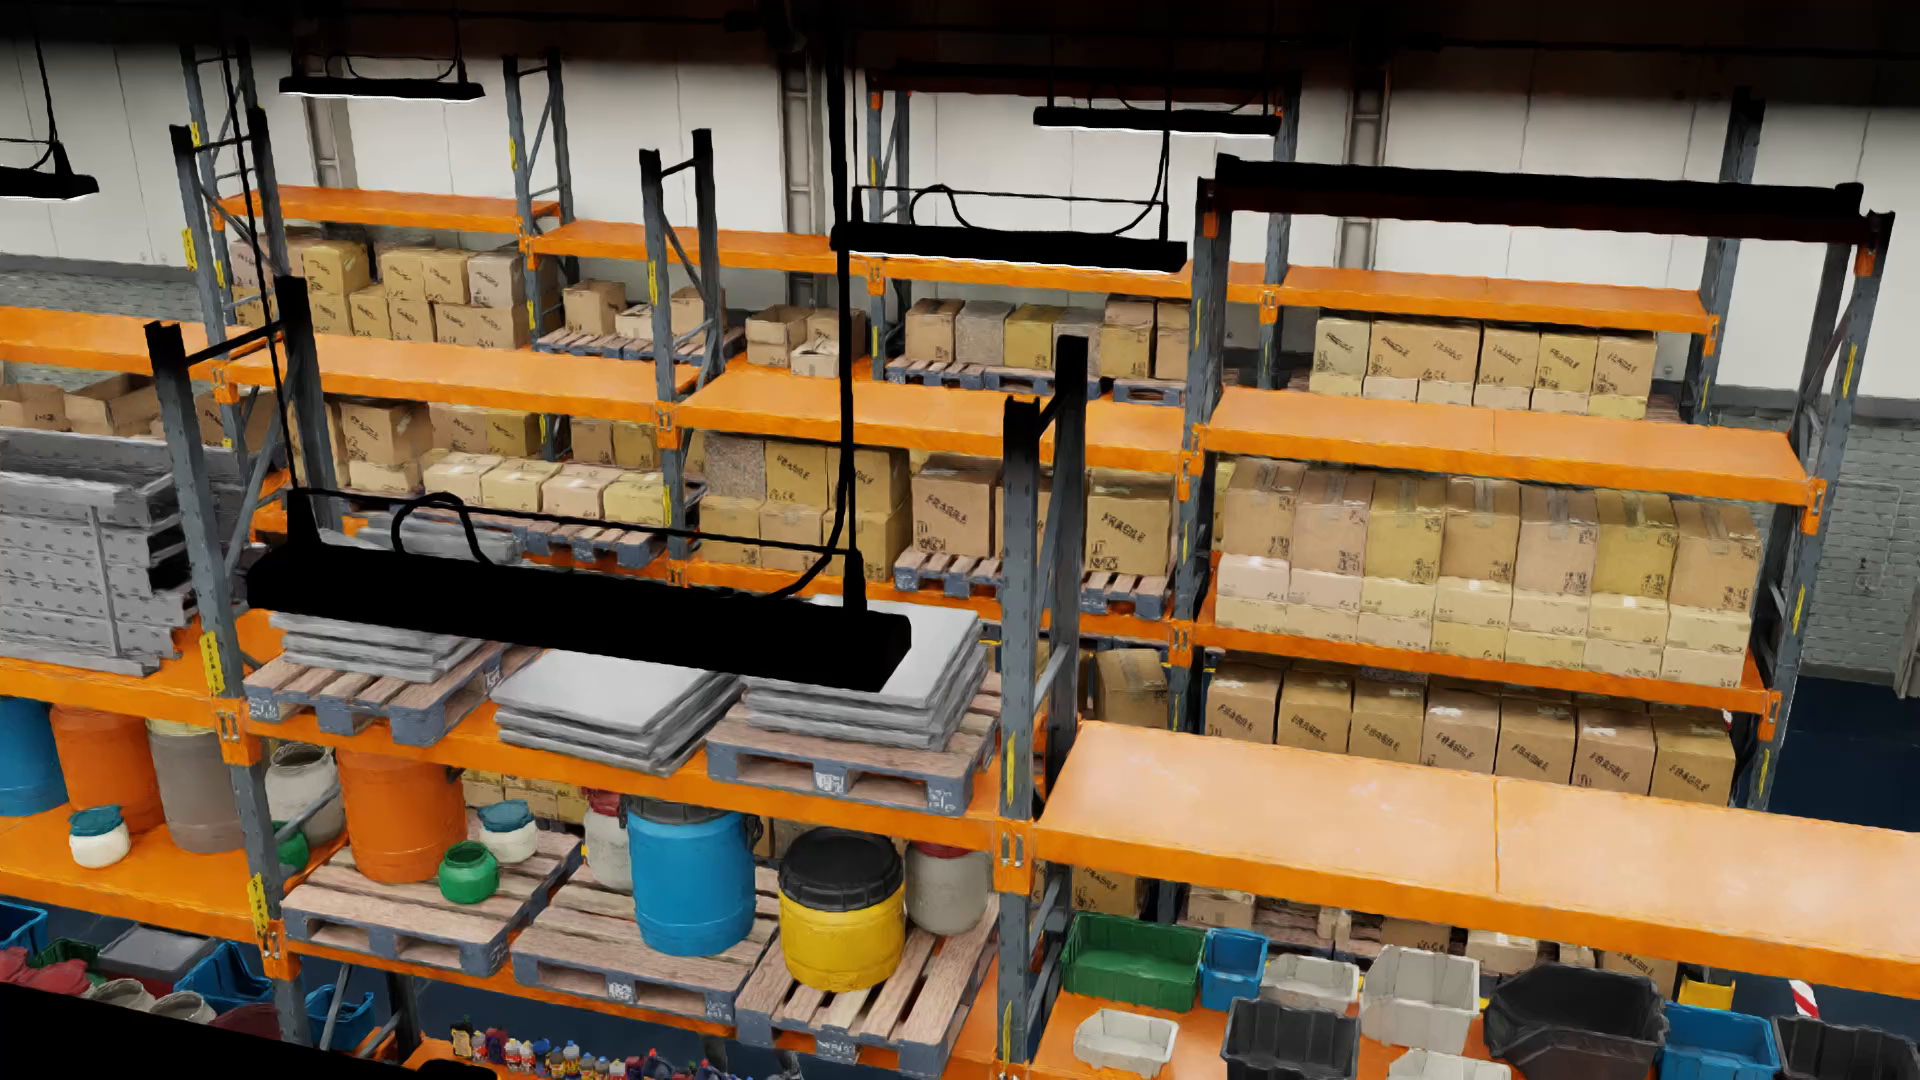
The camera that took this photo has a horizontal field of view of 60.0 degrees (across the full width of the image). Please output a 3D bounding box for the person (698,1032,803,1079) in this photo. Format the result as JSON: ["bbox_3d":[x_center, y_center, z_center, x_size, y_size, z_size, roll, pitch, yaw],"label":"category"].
[{"bbox_3d":[-1.491,3.058,11.303,0.814,1.621,0.636,9,24,20],"label":"person"}]
